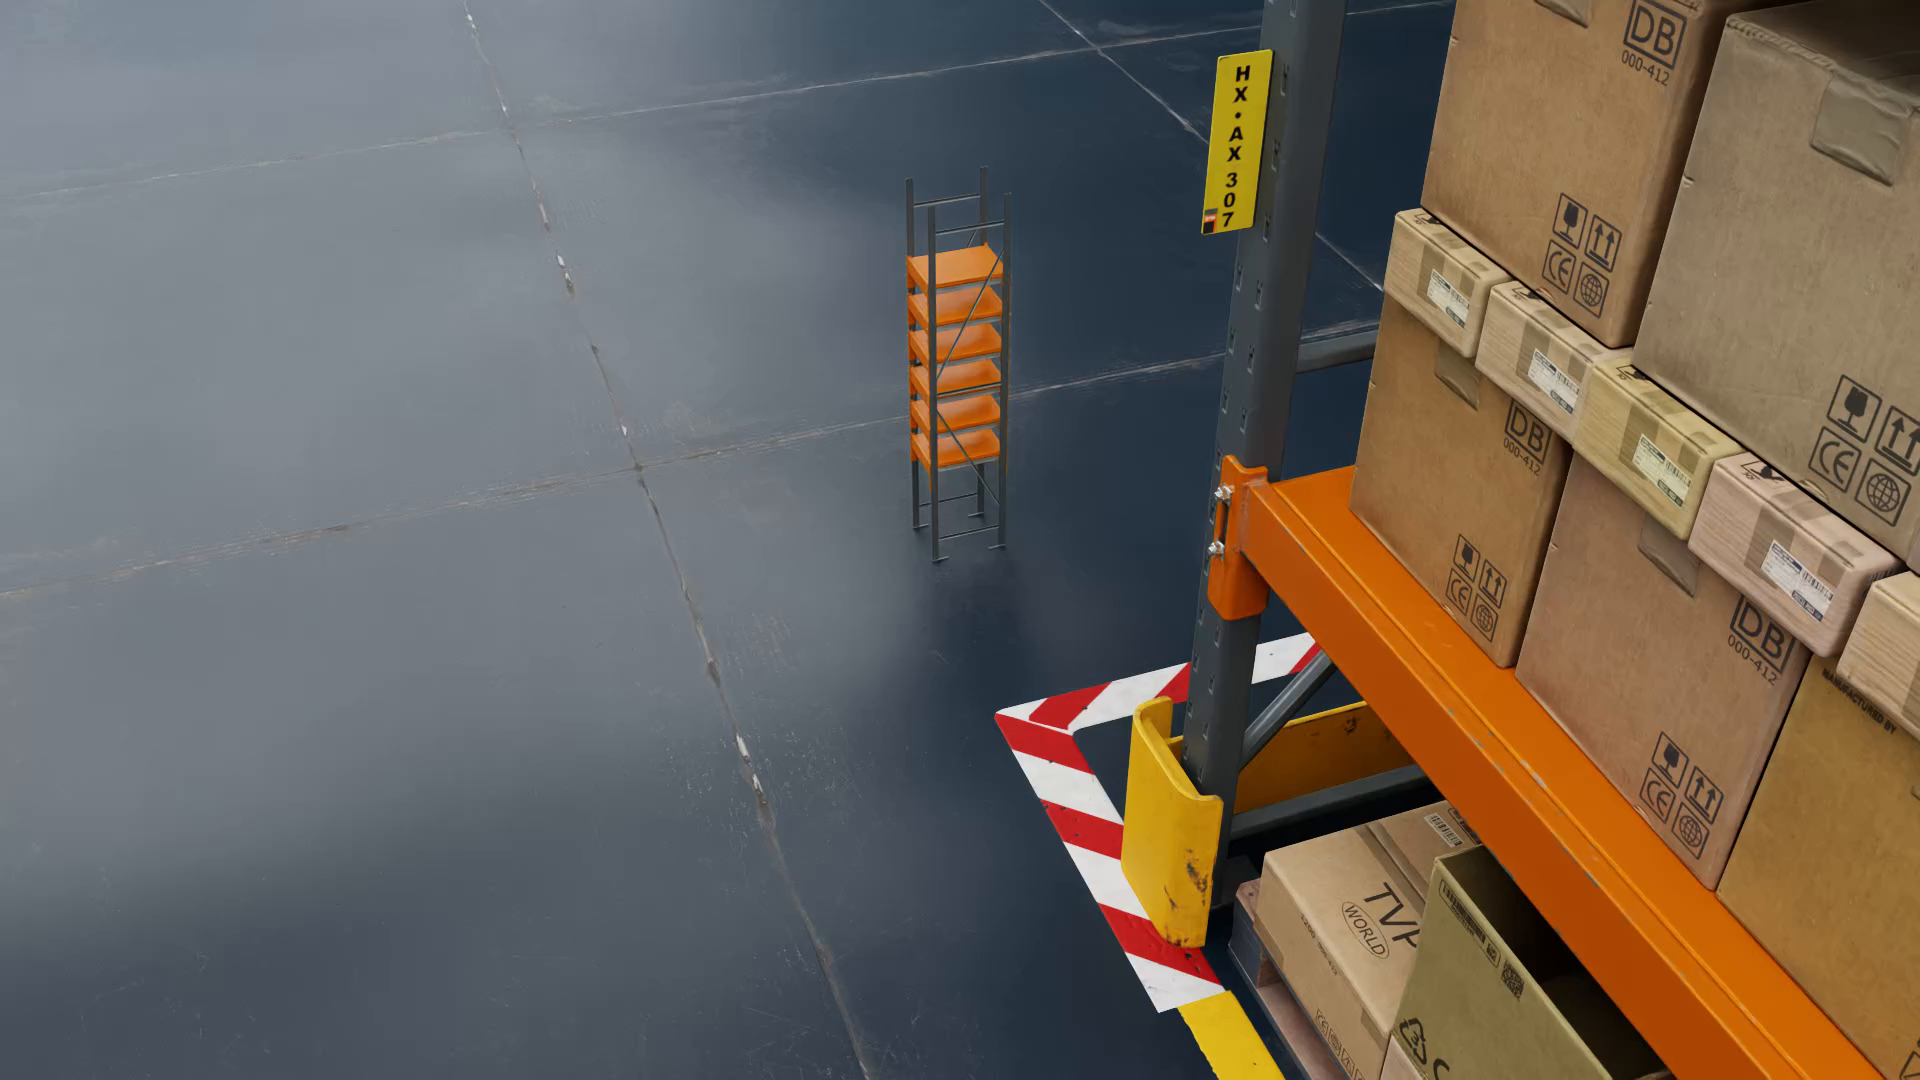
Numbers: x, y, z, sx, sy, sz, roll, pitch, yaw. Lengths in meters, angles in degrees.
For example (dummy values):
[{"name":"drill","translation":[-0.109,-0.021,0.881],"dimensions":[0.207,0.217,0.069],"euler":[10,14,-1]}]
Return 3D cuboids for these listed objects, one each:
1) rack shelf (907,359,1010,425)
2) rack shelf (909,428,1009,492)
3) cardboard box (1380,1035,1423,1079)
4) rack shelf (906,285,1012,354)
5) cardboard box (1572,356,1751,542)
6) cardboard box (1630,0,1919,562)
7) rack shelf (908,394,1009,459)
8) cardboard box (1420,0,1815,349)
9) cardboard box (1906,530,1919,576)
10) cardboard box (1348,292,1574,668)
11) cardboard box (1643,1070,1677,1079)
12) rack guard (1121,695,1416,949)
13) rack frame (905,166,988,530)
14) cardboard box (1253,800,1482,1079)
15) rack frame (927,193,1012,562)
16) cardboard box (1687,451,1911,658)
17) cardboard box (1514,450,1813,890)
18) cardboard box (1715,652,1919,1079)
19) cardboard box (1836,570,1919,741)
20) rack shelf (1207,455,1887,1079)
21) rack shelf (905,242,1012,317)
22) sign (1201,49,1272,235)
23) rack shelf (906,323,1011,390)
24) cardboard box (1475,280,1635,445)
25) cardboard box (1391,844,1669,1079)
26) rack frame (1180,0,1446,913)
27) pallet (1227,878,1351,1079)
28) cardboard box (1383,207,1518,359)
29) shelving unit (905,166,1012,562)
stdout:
[{"name":"rack shelf","translation":[-0.005,-0.452,4.927],"dimensions":[0.258,0.103,0.180],"euler":[-12,39,-16]},{"name":"rack shelf","translation":[-0.005,-0.260,5.071],"dimensions":[0.258,0.103,0.180],"euler":[-12,39,-16]},{"name":"cardboard box","translation":[1.152,1.143,3.176],"dimensions":[0.500,0.250,0.500],"euler":[-12,39,-16]},{"name":"rack shelf","translation":[-0.005,-0.644,4.782],"dimensions":[0.258,0.103,0.180],"euler":[-12,39,-16]},{"name":"cardboard box","translation":[1.112,-0.161,2.349],"dimensions":[0.380,0.149,0.250],"euler":[-12,39,-16]},{"name":"cardboard box","translation":[1.354,-0.384,2.106],"dimensions":[0.700,0.500,0.500],"euler":[-13,39,-17]},{"name":"rack shelf","translation":[-0.005,-0.356,4.999],"dimensions":[0.258,0.103,0.180],"euler":[-12,39,-16]},{"name":"cardboard box","translation":[1.168,-0.680,2.499],"dimensions":[0.700,0.500,0.500],"euler":[-12,39,-16]},{"name":"cardboard box","translation":[1.528,-0.100,1.728],"dimensions":[0.700,0.500,0.500],"euler":[-12,39,-16]},{"name":"cardboard box","translation":[1.150,-0.192,2.929],"dimensions":[0.700,0.500,0.500],"euler":[-12,39,-16]},{"name":"cardboard box","translation":[1.335,1.124,2.578],"dimensions":[0.500,0.500,0.500],"euler":[-12,39,-16]},{"name":"rack guard","translation":[0.993,0.567,4.082],"dimensions":[1.175,0.500,0.348],"euler":[-12,39,-16]},{"name":"rack frame","translation":[-0.036,-0.539,4.968],"dimensions":[0.240,1.200,0.006],"euler":[-12,39,-16]},{"name":"cardboard box","translation":[0.977,0.861,3.550],"dimensions":[0.500,0.250,0.500],"euler":[-12,39,-16]},{"name":"rack frame","translation":[0.027,-0.436,4.831],"dimensions":[0.240,1.200,0.006],"euler":[-12,39,-16]},{"name":"cardboard box","translation":[1.196,-0.018,2.159],"dimensions":[0.380,0.149,0.250],"euler":[-13,39,-17]},{"name":"cardboard box","translation":[1.335,0.104,2.536],"dimensions":[0.700,0.500,0.500],"euler":[-11,38,-15]},{"name":"cardboard box","translation":[1.500,0.385,2.162],"dimensions":[0.700,0.500,0.500],"euler":[-12,39,-16]},{"name":"cardboard box","translation":[1.291,0.132,1.960],"dimensions":[0.380,0.149,0.250],"euler":[-14,39,-17]},{"name":"rack shelf","translation":[1.689,0.999,2.029],"dimensions":[1.077,0.370,4.000],"euler":[-12,39,-16]},{"name":"rack shelf","translation":[-0.005,-0.739,4.710],"dimensions":[0.258,0.103,0.180],"euler":[-12,39,-16]},{"name":"sign","translation":[0.478,-0.684,2.880],"dimensions":[0.100,0.325,0.005],"euler":[-12,39,-16]},{"name":"rack shelf","translation":[-0.005,-0.548,4.854],"dimensions":[0.258,0.103,0.180],"euler":[-12,39,-16]},{"name":"cardboard box","translation":[1.027,-0.303,2.536],"dimensions":[0.380,0.149,0.250],"euler":[-13,39,-17]},{"name":"cardboard box","translation":[1.150,0.844,2.950],"dimensions":[0.500,0.500,0.500],"euler":[-12,39,-16]},{"name":"rack frame","translation":[1.001,-0.418,3.312],"dimensions":[1.000,3.000,0.127],"euler":[-12,39,-16]},{"name":"pallet","translation":[1.303,1.119,3.589],"dimensions":[1.003,0.211,1.213],"euler":[-12,39,-16]},{"name":"cardboard box","translation":[0.934,-0.451,2.734],"dimensions":[0.380,0.149,0.250],"euler":[-13,39,-16]},{"name":"shelving unit","translation":[-0.005,-0.487,4.900],"dimensions":[0.258,1.200,0.189],"euler":[-12,39,-16]}]
